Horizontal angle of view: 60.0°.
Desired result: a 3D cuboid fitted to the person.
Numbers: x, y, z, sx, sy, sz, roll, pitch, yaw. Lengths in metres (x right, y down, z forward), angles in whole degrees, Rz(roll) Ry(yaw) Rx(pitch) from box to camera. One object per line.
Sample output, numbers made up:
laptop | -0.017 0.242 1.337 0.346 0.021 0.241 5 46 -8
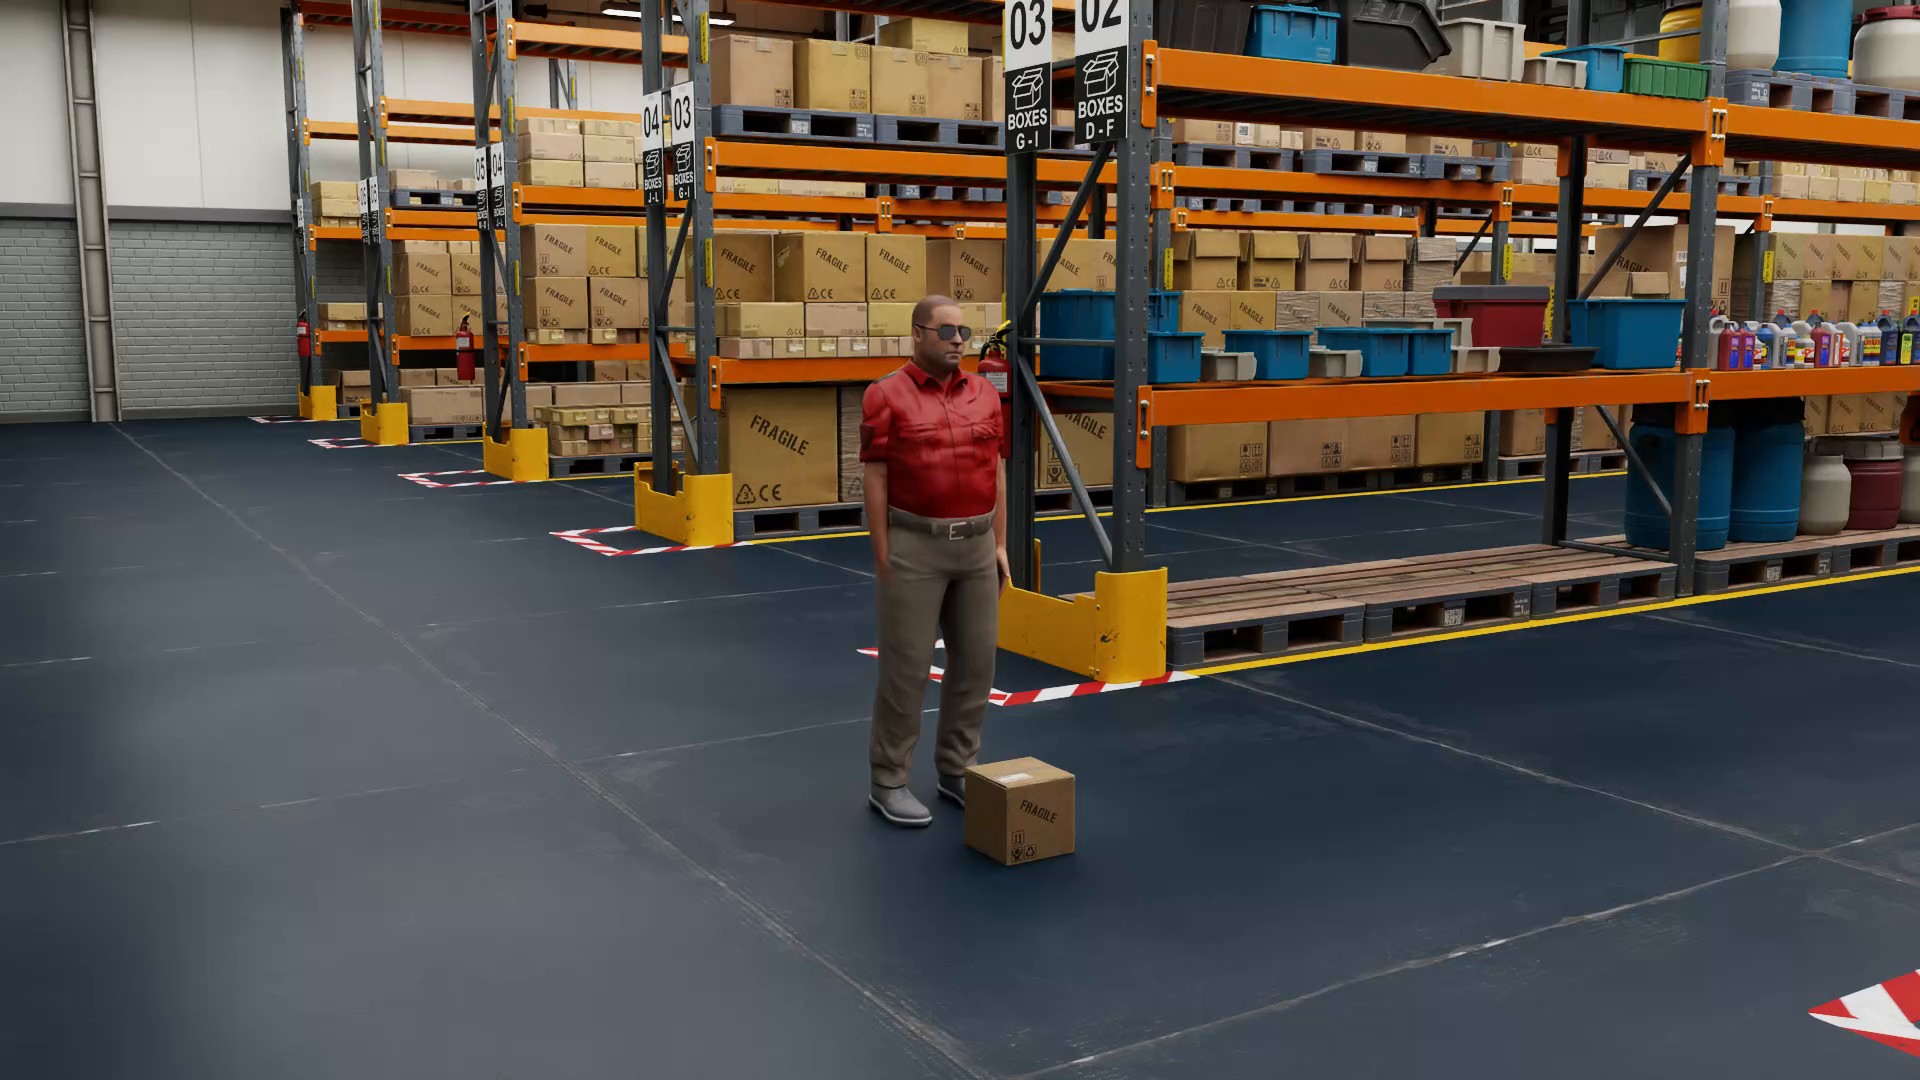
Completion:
person | -0.056 0.057 5.510 0.527 1.724 0.360 -5 9 -30
